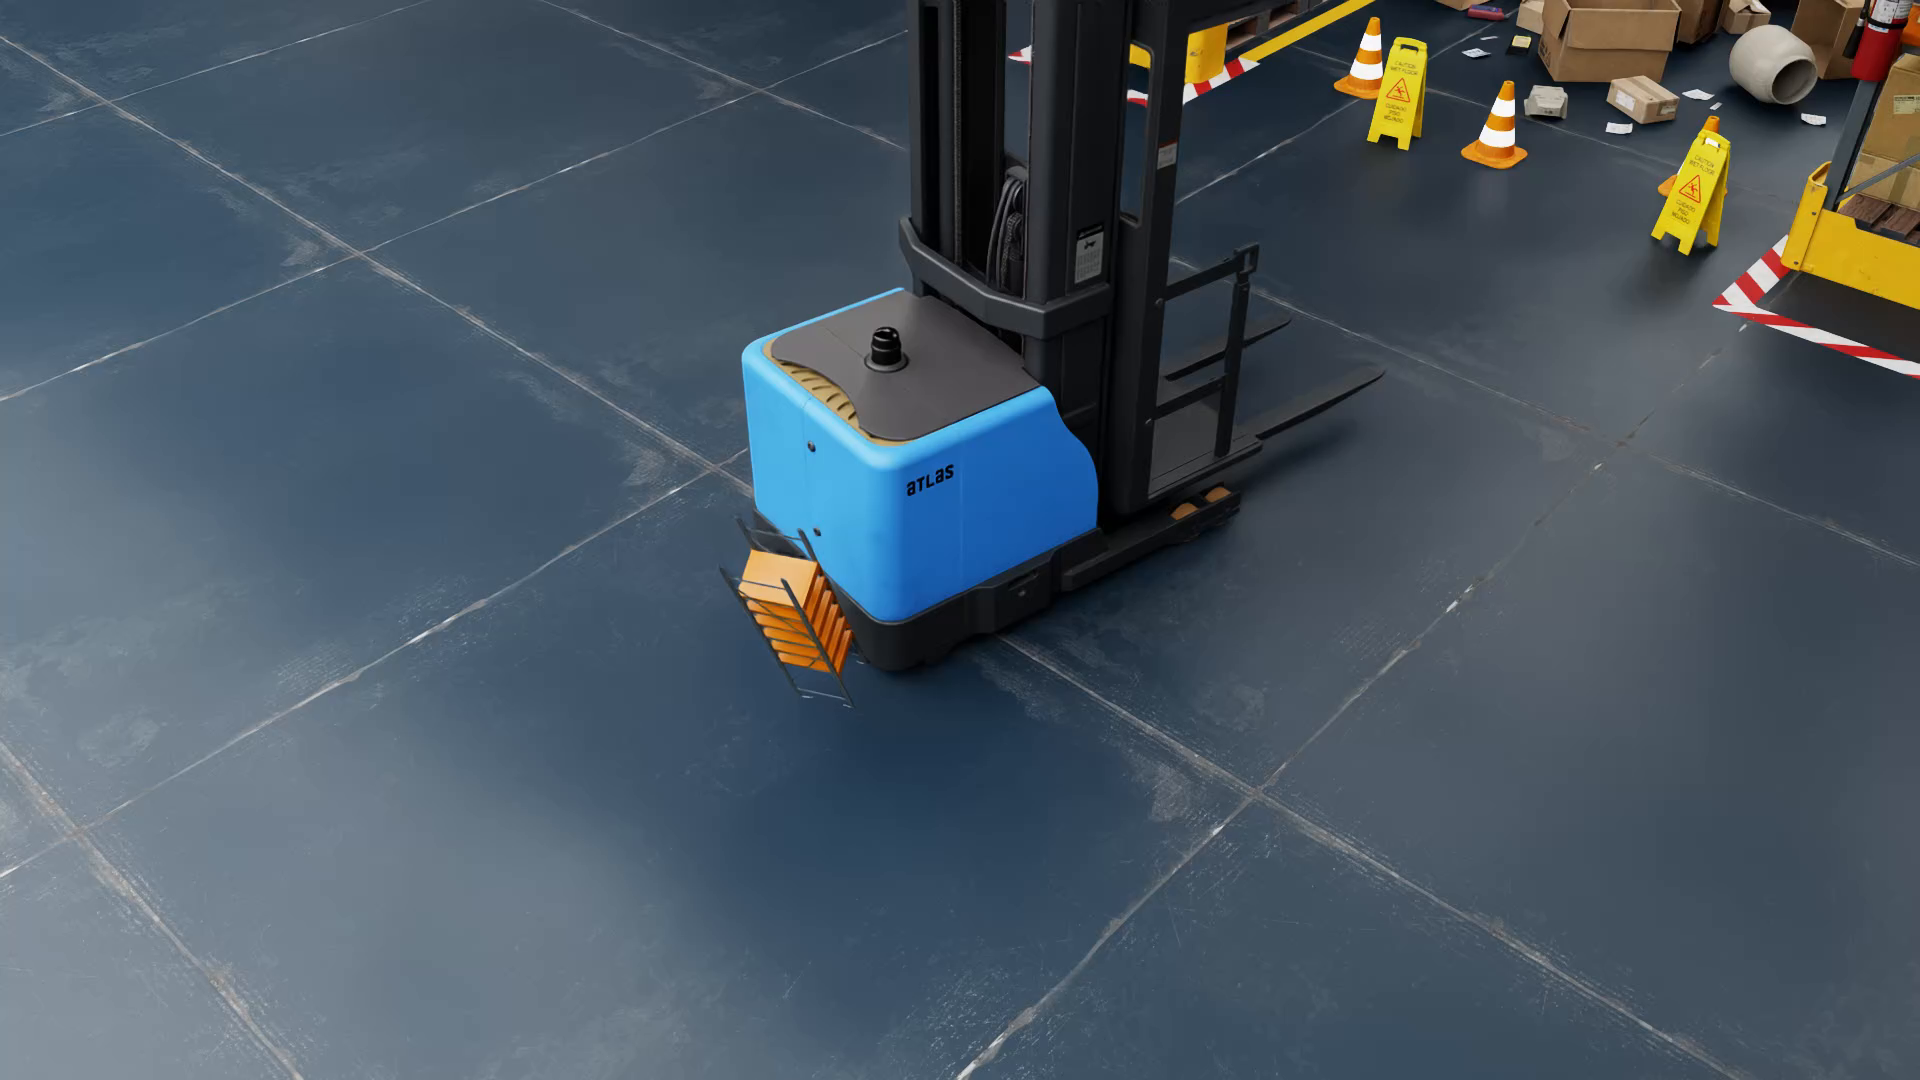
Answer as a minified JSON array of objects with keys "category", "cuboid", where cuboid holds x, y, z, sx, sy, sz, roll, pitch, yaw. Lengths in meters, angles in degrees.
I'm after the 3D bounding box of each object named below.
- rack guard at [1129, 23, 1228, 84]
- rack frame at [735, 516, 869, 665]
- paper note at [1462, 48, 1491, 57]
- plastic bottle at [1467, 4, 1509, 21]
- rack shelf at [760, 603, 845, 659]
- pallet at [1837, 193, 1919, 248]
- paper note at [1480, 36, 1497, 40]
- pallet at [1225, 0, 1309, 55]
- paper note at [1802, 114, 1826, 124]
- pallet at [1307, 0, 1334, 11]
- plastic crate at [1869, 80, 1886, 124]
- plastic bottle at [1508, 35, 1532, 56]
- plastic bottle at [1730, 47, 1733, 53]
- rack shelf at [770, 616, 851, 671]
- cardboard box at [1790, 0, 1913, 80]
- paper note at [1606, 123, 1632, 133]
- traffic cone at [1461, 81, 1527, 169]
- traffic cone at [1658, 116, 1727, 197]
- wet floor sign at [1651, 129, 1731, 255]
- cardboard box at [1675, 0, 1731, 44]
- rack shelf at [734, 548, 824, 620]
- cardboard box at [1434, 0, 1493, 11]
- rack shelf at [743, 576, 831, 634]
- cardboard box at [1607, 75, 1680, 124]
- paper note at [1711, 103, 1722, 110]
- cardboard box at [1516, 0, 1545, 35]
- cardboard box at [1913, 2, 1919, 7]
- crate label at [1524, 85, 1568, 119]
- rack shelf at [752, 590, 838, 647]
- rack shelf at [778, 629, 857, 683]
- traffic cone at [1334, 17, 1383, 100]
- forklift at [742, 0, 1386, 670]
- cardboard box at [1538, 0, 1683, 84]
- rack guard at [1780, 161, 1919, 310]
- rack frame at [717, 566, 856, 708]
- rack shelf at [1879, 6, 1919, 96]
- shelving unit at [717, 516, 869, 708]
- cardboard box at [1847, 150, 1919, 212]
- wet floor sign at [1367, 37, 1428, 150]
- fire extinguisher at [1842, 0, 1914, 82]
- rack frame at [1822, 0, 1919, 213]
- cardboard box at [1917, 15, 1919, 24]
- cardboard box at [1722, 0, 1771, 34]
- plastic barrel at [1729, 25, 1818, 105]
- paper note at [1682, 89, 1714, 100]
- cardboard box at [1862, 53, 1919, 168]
[{"category":"rack guard","cuboid":[1.259,-3.540,11.300,1.175,0.500,0.348,30,47,32]},{"category":"rack frame","cuboid":[-0.550,0.206,5.993,0.240,1.200,0.006,11,66,13]},{"category":"paper note","cuboid":[3.558,-3.355,11.446,0.142,0.017,0.144,-18,42,-21]},{"category":"plastic bottle","cuboid":[3.809,-3.792,11.970,0.283,0.061,0.133,14,41,17]},{"category":"rack shelf","cuboid":[-0.568,0.306,5.997,0.258,0.103,0.180,11,66,13]},{"category":"pallet","cuboid":[5.622,-1.799,9.343,1.003,0.211,1.213,30,47,32]},{"category":"paper note","cuboid":[3.713,-3.525,11.675,0.123,0.001,0.032,-11,40,-14]},{"category":"pallet","cuboid":[1.757,-3.838,11.907,1.003,0.211,1.213,30,47,32]},{"category":"paper note","cuboid":[5.448,-2.689,10.607,0.142,0.019,0.148,14,41,17]},{"category":"pallet","cuboid":[2.580,-4.396,12.609,1.003,0.211,1.213,30,47,32]},{"category":"plastic crate","cuboid":[6.031,-2.815,10.726,0.402,0.080,0.583,14,41,17]},{"category":"plastic bottle","cuboid":[3.886,-3.440,11.527,0.133,0.061,0.283,14,41,17]},{"category":"plastic bottle","cuboid":[5.441,-3.379,11.451,0.283,0.061,0.133,-26,45,-29]},{"category":"rack shelf","cuboid":[-0.552,0.358,6.104,0.258,0.103,0.180,11,66,13]},{"category":"cardboard box","cuboid":[5.968,-3.437,11.168,0.500,0.500,0.500,-5,39,-6]},{"category":"paper note","cuboid":[4.165,-2.605,10.502,0.148,0.019,0.142,14,41,17]},{"category":"traffic cone","cuboid":[3.286,-2.553,10.089,0.336,0.463,0.334,30,47,32]},{"category":"traffic cone","cuboid":[4.335,-2.243,9.700,0.336,0.463,0.334,30,47,32]},{"category":"wet floor sign","cuboid":[4.079,-1.938,9.168,0.232,0.644,0.267,-18,42,-21]},{"category":"cardboard box","cuboid":[4.938,-3.876,11.611,0.797,0.637,0.503,30,47,32]},{"category":"rack shelf","cuboid":[-0.615,0.150,5.676,0.258,0.103,0.180,11,66,13]},{"category":"cardboard box","cuboid":[3.684,-4.245,12.185,0.500,0.500,0.500,-26,45,-29]},{"category":"rack shelf","cuboid":[-0.599,0.202,5.783,0.258,0.103,0.180,11,66,13]},{"category":"cardboard box","cuboid":[4.390,-2.831,10.691,0.250,0.149,0.380,-11,40,-14]},{"category":"paper note","cuboid":[4.904,-2.813,10.780,0.032,0.001,0.123,30,47,32]},{"category":"cardboard box","cuboid":[4.173,-3.734,11.732,0.258,0.266,0.396,-26,45,-29]},{"category":"cardboard box","cuboid":[5.180,-2.823,8.593,0.380,0.149,0.250,29,47,31]},{"category":"crate label","cuboid":[3.771,-2.813,10.678,0.250,0.136,0.298,8,39,10]},{"category":"rack shelf","cuboid":[-0.583,0.254,5.890,0.258,0.103,0.180,11,66,13]},{"category":"rack shelf","cuboid":[-0.536,0.410,6.211,0.258,0.103,0.180,11,66,13]},{"category":"traffic cone","cuboid":[2.681,-3.184,10.882,0.336,0.463,0.334,30,47,32]},{"category":"forklift","cuboid":[0.615,-1.380,6.630,3.031,2.935,1.130,-25,45,-28]},{"category":"cardboard box","cuboid":[4.313,-3.390,11.109,0.797,0.503,0.637,2,39,2]},{"category":"rack guard","cuboid":[5.048,-1.554,8.802,1.175,0.500,0.348,30,47,32]},{"category":"rack frame","cuboid":[-0.597,0.367,5.921,0.240,1.200,0.006,11,66,13]},{"category":"rack shelf","cuboid":[6.346,-3.134,9.360,1.077,0.370,4.000,30,47,32]},{"category":"shelving unit","cuboid":[-0.573,0.287,5.957,0.258,1.200,0.189,11,66,13]},{"category":"cardboard box","cuboid":[5.360,-2.081,9.328,0.500,0.250,0.500,29,47,32]},{"category":"wet floor sign","cuboid":[2.717,-2.763,10.206,0.267,0.644,0.232,22,43,25]},{"category":"fire extinguisher","cuboid":[4.580,-2.608,8.182,0.296,0.674,0.183,30,47,32]},{"category":"rack frame","cuboid":[4.997,-2.497,7.980,1.000,3.000,0.127,30,47,32]},{"category":"cardboard box","cuboid":[5.091,-2.660,8.388,0.380,0.149,0.250,31,48,33]},{"category":"cardboard box","cuboid":[5.562,-3.792,11.805,0.258,0.266,0.396,2,39,2]},{"category":"plastic barrel","cuboid":[5.273,-3.073,10.775,0.421,0.421,0.512,-5,39,-6]},{"category":"paper note","cuboid":[4.849,-2.928,10.917,0.142,0.019,0.148,-18,42,-21]},{"category":"cardboard box","cuboid":[5.345,-2.356,9.073,0.500,0.500,0.500,30,47,32]}]
